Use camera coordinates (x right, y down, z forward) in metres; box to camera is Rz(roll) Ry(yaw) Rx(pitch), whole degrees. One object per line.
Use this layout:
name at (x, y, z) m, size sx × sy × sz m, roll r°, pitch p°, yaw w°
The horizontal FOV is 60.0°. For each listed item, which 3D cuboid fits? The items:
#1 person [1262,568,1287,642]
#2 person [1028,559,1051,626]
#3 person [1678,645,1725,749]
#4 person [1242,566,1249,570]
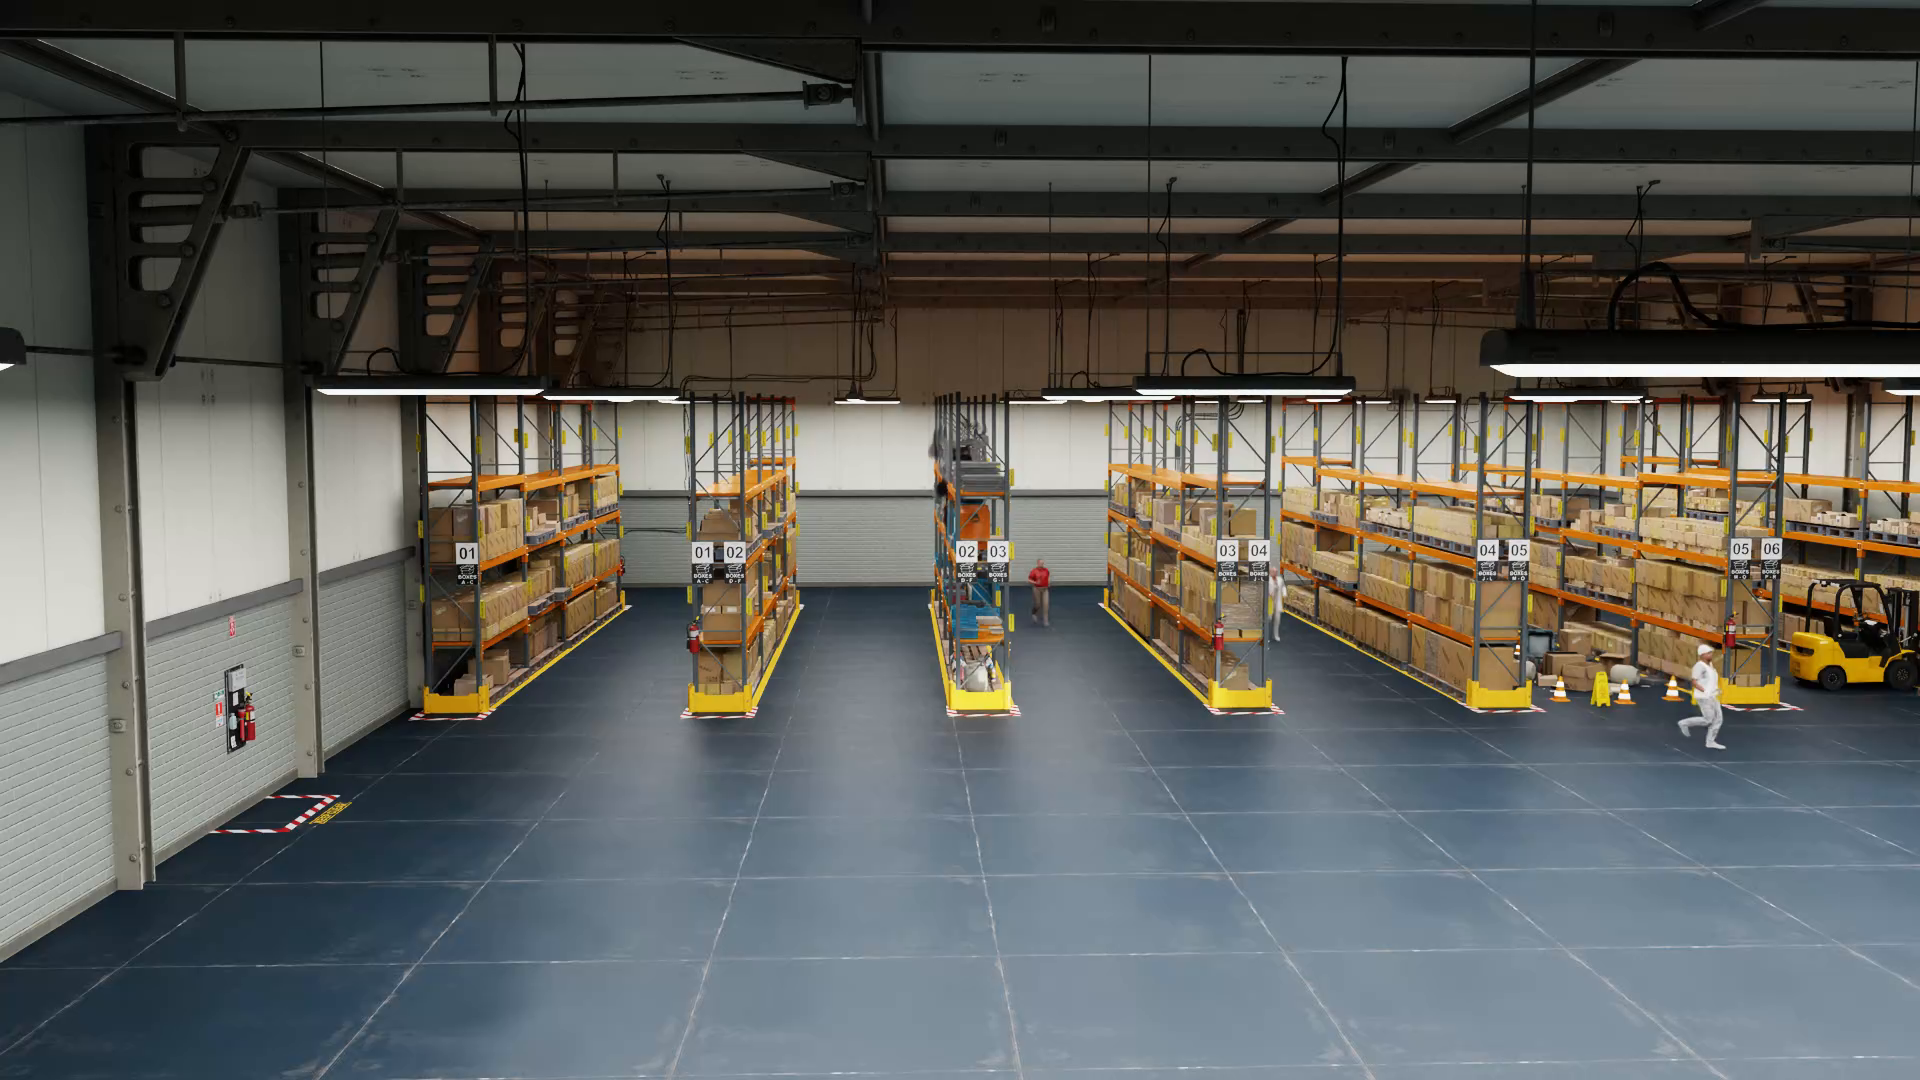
person at (7.700, 1.570, 40.941) m, size 0.736 × 1.776 × 0.898 m, roll -1°, pitch 5°, yaw -10°
person at (2.107, 1.359, 43.649) m, size 0.665 × 1.730 × 0.971 m, roll -1°, pitch 5°, yaw -16°
person at (12.509, 2.623, 27.958) m, size 0.747 × 1.735 × 0.696 m, roll 4°, pitch 6°, yaw 42°
person at (7.933, 1.210, 46.792) m, size 0.603 × 1.533 × 0.513 m, roll 1°, pitch 5°, yaw 8°
